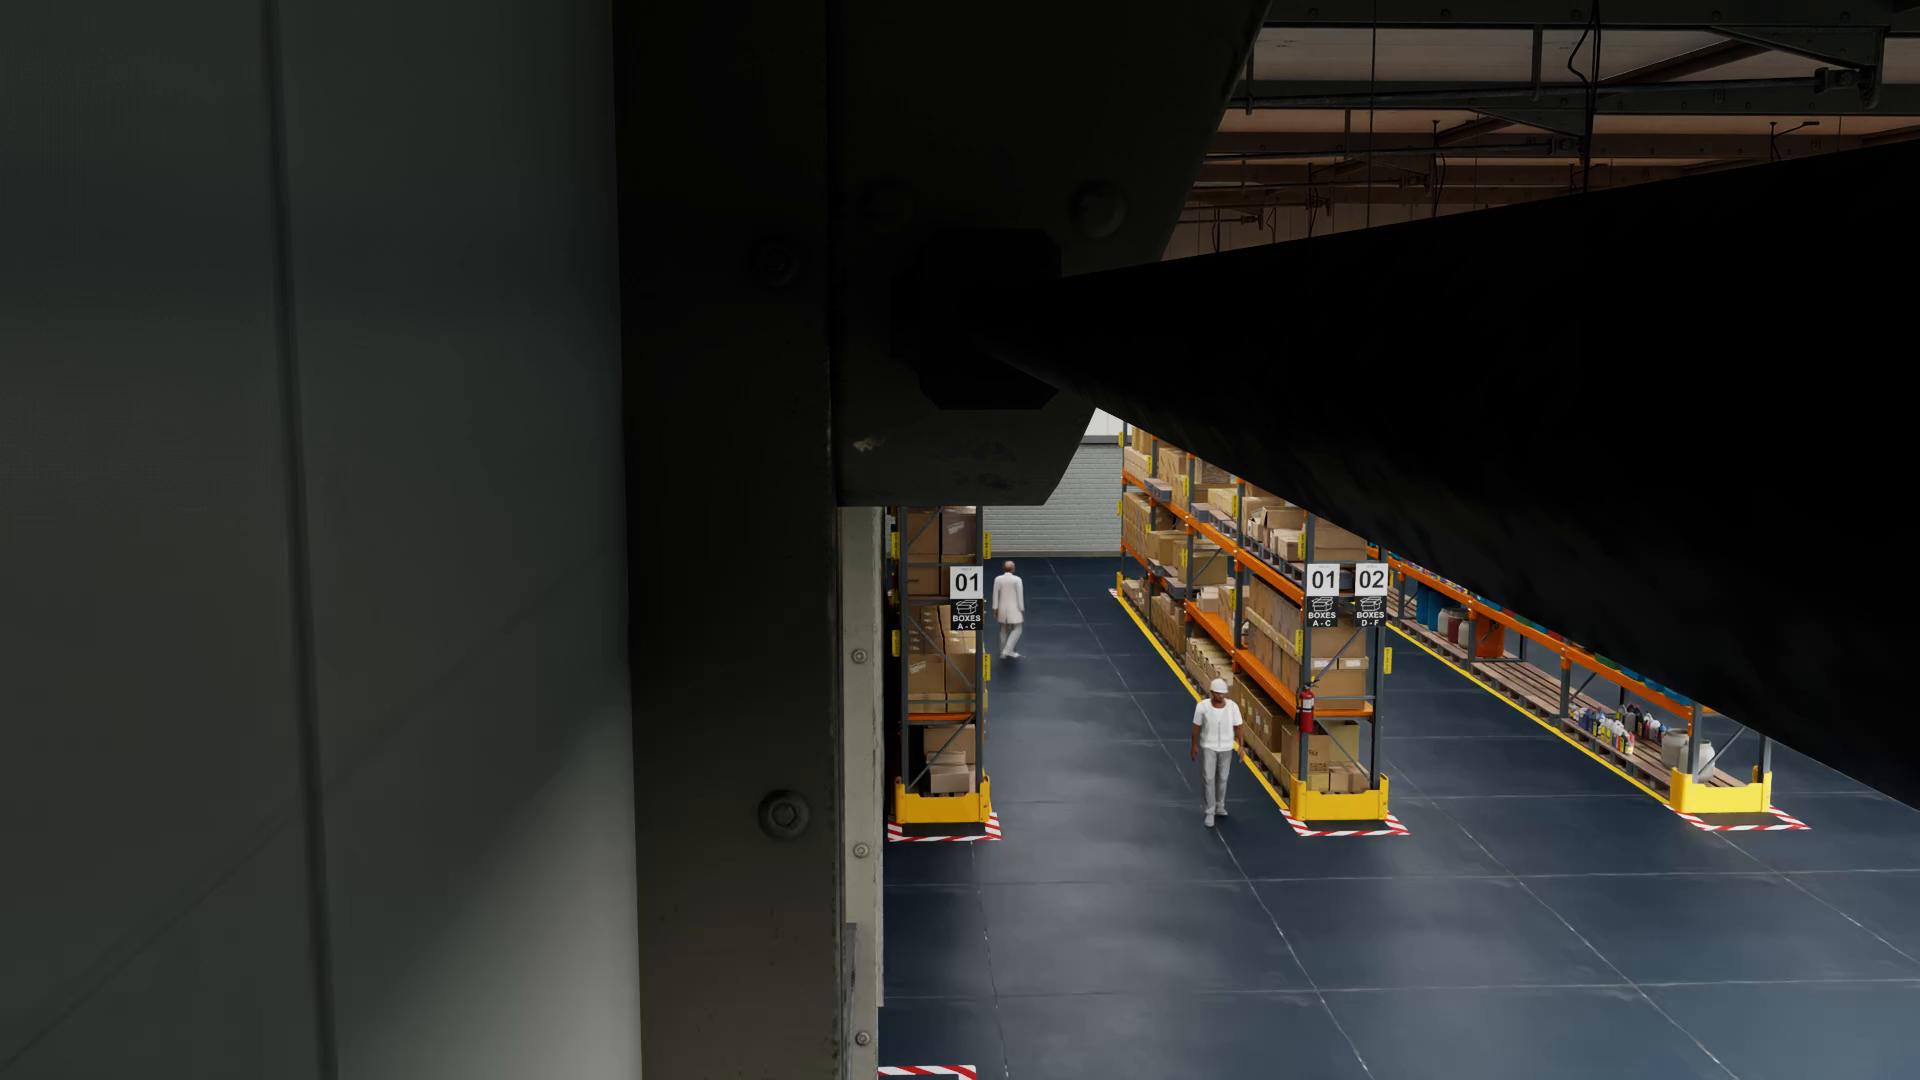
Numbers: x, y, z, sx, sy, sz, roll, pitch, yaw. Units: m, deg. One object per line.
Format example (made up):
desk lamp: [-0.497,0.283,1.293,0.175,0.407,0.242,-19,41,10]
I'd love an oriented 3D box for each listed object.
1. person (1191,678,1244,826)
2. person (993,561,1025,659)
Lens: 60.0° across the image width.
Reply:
person: [3.185,2.586,20.506,0.632,1.774,0.672,0,8,-2]
person: [0.850,1.266,29.836,0.610,1.776,0.607,4,9,28]
